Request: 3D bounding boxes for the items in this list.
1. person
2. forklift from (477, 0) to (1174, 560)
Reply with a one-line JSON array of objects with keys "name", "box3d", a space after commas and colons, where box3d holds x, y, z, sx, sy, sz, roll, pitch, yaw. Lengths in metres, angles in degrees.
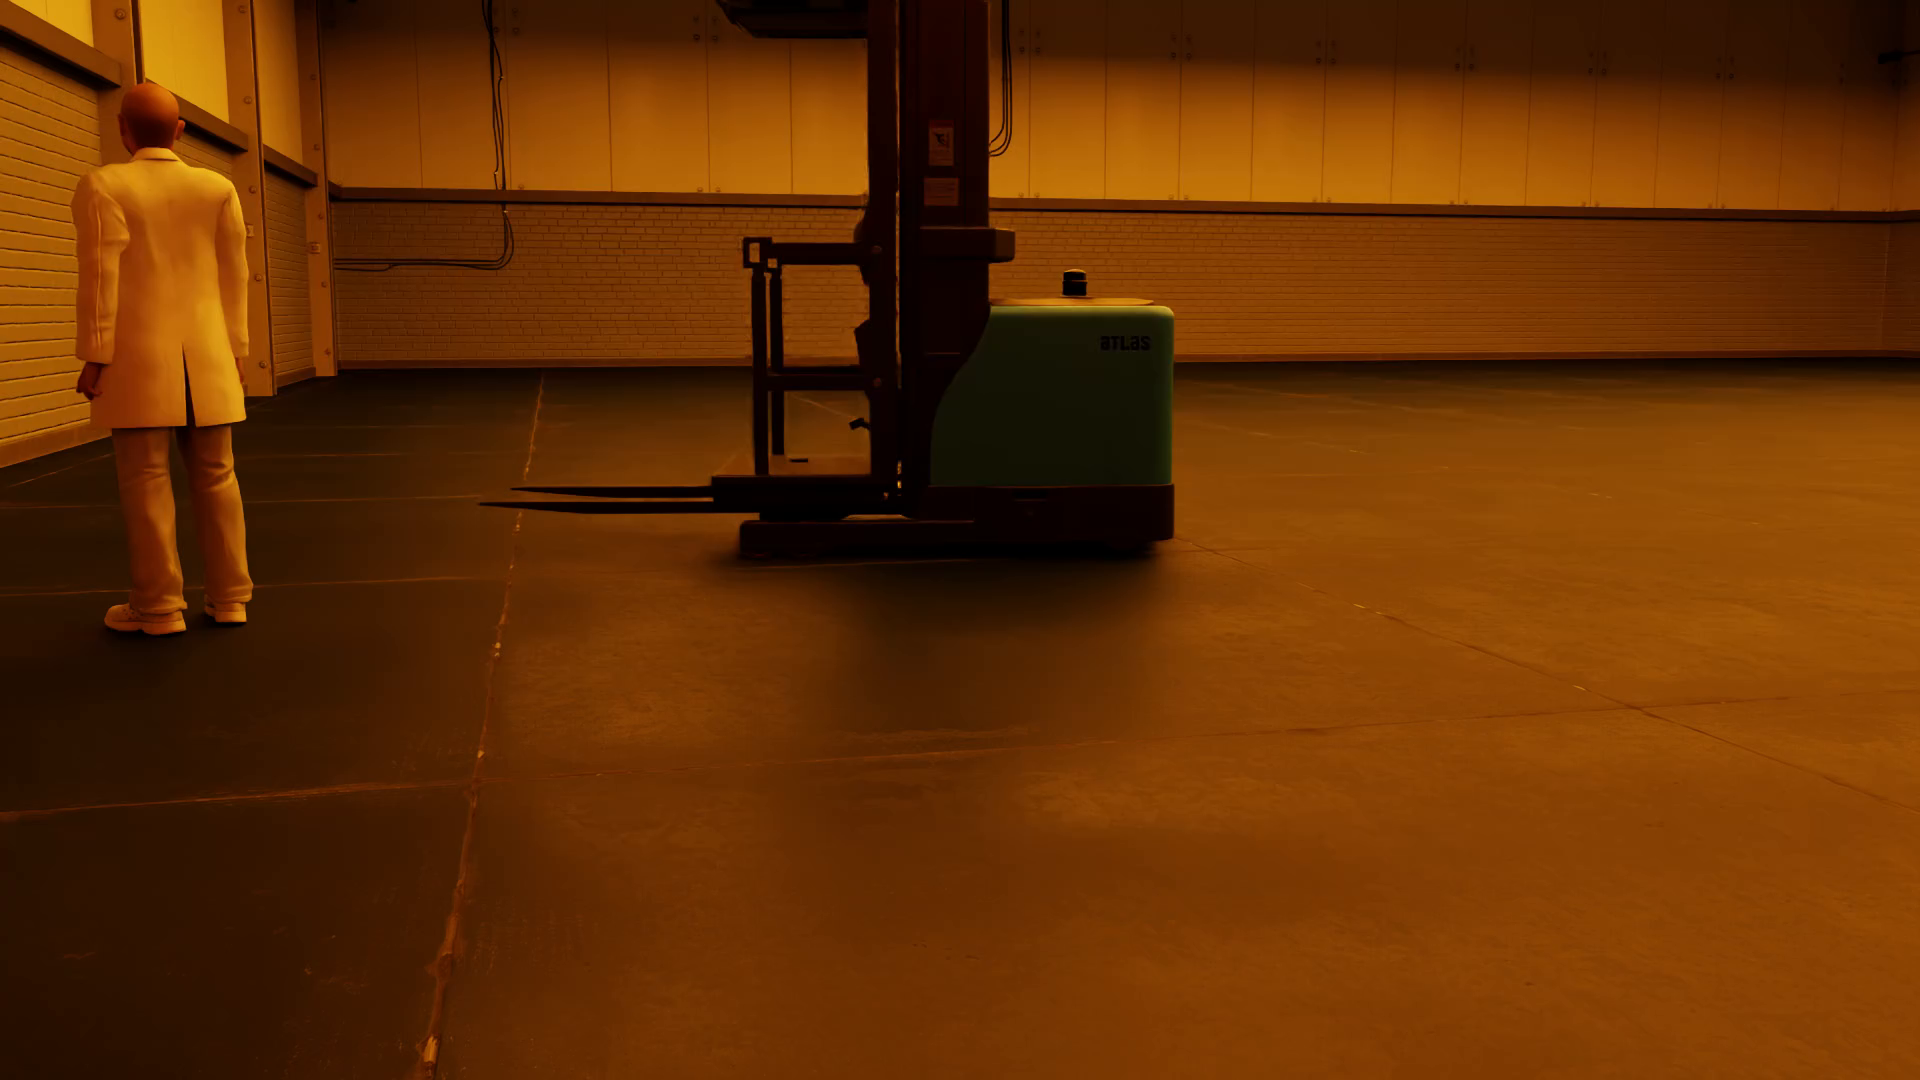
[{"name": "person", "box3d": [-2.653, -0.591, 5.506, 0.393, 1.782, 0.551, 7, 11, 41]}, {"name": "forklift", "box3d": [-0.599, -1.442, 7.439, 3.031, 2.935, 1.130, 0, 8, -2]}]
